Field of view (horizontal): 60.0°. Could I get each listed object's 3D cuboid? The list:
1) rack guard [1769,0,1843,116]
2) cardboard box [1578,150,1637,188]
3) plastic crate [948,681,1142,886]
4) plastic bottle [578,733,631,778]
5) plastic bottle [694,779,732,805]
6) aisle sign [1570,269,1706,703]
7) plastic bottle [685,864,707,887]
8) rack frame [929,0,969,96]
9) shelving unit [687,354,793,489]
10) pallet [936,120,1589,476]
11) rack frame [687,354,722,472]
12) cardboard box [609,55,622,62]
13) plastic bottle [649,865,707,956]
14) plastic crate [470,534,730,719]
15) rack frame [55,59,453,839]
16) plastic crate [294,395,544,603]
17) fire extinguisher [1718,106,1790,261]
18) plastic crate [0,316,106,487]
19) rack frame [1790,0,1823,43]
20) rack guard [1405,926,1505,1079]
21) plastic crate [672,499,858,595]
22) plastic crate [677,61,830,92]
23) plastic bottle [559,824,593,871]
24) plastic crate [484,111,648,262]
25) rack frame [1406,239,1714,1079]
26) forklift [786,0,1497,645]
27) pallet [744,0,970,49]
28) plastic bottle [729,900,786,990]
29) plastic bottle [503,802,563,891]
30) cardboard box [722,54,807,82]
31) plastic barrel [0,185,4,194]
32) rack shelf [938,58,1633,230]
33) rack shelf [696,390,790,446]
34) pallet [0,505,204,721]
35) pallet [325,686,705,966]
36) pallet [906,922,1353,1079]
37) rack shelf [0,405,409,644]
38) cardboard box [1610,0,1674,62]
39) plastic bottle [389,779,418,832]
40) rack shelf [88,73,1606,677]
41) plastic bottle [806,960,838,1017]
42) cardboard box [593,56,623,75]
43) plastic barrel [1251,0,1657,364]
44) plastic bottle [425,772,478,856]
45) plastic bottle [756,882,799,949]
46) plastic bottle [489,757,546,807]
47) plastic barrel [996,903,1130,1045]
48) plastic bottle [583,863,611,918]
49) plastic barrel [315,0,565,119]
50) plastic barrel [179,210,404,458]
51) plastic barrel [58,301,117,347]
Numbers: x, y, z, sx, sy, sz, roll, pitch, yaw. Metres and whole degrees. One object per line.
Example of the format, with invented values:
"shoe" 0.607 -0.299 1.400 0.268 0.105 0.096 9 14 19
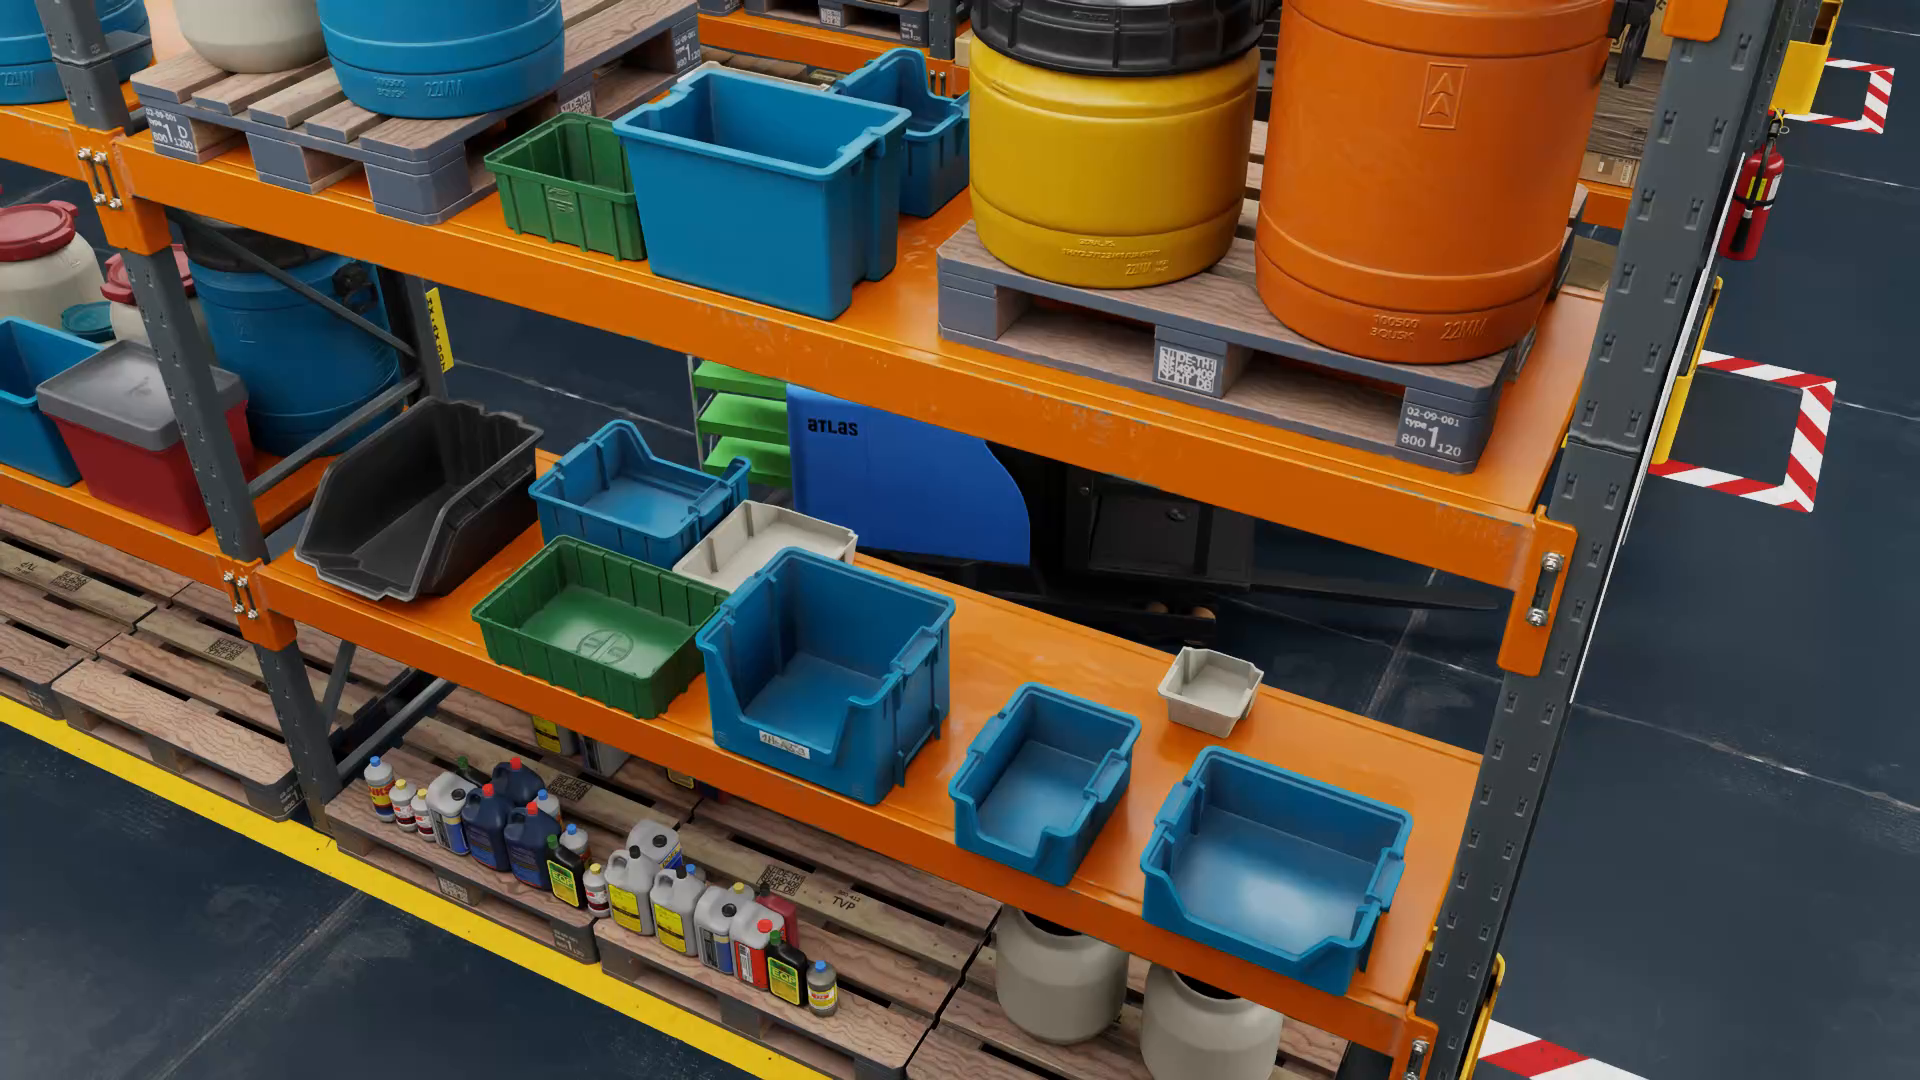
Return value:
"rack guard" 6.059 -3.528 11.984 0.348 0.500 1.175 17 41 21
"cardboard box" 3.097 -1.833 7.892 0.250 0.149 0.380 17 41 21
"plastic crate" 0.233 0.661 4.521 0.408 0.251 0.499 17 41 21
"plastic bottle" -1.334 0.726 6.202 0.135 0.276 0.152 17 41 21
"plastic bottle" -0.907 0.831 6.058 0.133 0.283 0.061 17 41 21
"aisle sign" 1.316 -0.092 3.240 0.004 0.787 0.394 17 41 21
"plastic bottle" -0.910 1.184 5.660 0.097 0.201 0.097 0 37 0
"rack frame" 0.115 -3.007 9.231 0.127 3.000 1.000 17 41 21
"shelving unit" -0.921 -0.573 7.513 0.503 1.200 0.258 9 38 12
"pallet" 0.700 -0.638 3.785 1.213 0.211 1.003 17 41 21
"rack frame" -1.157 -0.612 7.564 0.015 1.200 0.240 9 38 12
"cardboard box" -2.352 -3.286 10.681 0.500 0.250 0.500 22 42 26
"plastic bottle" -0.927 1.201 5.514 0.185 0.351 0.144 19 41 23
"plastic crate" -1.087 0.265 5.095 0.662 0.188 0.450 17 41 21
"rack frame" -2.163 -0.348 5.728 0.127 3.000 1.000 17 41 21
"plastic crate" -1.756 -0.110 5.465 0.504 0.338 0.767 17 41 21
"fire extinguisher" 3.557 -1.585 7.421 0.183 0.674 0.296 17 41 21
"plastic crate" -3.285 -0.482 5.917 0.575 0.384 0.392 17 41 21
"rack frame" 6.038 -4.530 11.237 0.127 3.000 1.000 17 41 21
"rack guard" 1.300 1.764 5.013 0.348 0.500 1.175 17 41 21
"plastic crate" -0.604 0.072 5.392 0.437 0.136 0.530 17 41 21
"plastic crate" -0.552 -1.209 4.599 0.396 0.136 0.243 17 41 21
"plastic bottle" -1.321 1.084 5.734 0.097 0.271 0.097 0 37 0
"plastic crate" -0.887 -0.874 4.115 0.450 0.188 0.336 17 41 21
"rack frame" 1.389 0.764 4.263 0.127 3.000 1.000 17 41 21
"forklift" 0.833 -1.065 6.729 3.031 2.935 1.130 6 38 8
"pallet" -0.497 -3.222 9.672 1.213 0.211 1.003 17 41 21
"plastic bottle" -0.654 1.314 5.428 0.135 0.276 0.152 18 41 22
"plastic bottle" -1.469 1.031 5.737 0.185 0.351 0.144 16 40 20
"cardboard box" -1.332 -2.667 10.487 0.500 0.500 0.700 14 39 18
"plastic barrel" -3.947 -1.110 6.620 0.433 0.535 0.433 0 37 0
"rack shelf" 1.891 -2.165 8.716 4.000 0.370 1.077 17 41 21
"rack shelf" -0.921 -0.523 7.552 0.480 0.148 0.258 9 38 12
"pallet" -3.965 0.226 7.277 1.213 0.211 1.003 17 41 21
"pallet" -1.586 0.972 6.296 1.213 0.211 1.003 17 41 21
"pallet" 0.581 1.650 5.402 1.213 0.211 1.003 17 41 21
"rack shelf" -3.939 -0.618 6.678 4.000 0.370 1.077 17 41 21
"cardboard box" 3.065 -2.472 7.370 0.500 0.500 0.500 17 41 21
"plastic bottle" -1.991 0.943 5.977 0.097 0.201 0.097 0 37 0
"rack shelf" -0.387 -0.700 4.306 4.000 0.370 1.077 17 41 21
"plastic bottle" -0.443 1.428 5.338 0.097 0.201 0.097 0 37 0
"cardboard box" -2.334 -2.976 10.894 0.500 0.500 0.700 14 39 18
"plastic barrel" 0.899 -0.836 3.187 0.708 0.830 0.600 17 41 21
"plastic bottle" -1.782 0.961 5.893 0.135 0.276 0.152 19 41 23
"plastic bottle" -0.606 1.253 5.501 0.133 0.283 0.061 17 41 21
"plastic bottle" -1.571 0.901 5.909 0.185 0.351 0.144 17 41 21
"plastic barrel" 0.325 1.306 5.259 0.421 0.512 0.421 0 37 0
"plastic bottle" -1.229 1.182 5.662 0.097 0.201 0.097 0 37 0
"plastic barrel" -1.328 -1.576 4.102 0.708 0.901 0.600 17 41 21
"plastic barrel" -2.366 -0.818 5.932 0.708 0.901 0.600 17 41 21
"plastic barrel" -3.267 -0.744 6.363 0.301 0.262 0.301 0 37 0
